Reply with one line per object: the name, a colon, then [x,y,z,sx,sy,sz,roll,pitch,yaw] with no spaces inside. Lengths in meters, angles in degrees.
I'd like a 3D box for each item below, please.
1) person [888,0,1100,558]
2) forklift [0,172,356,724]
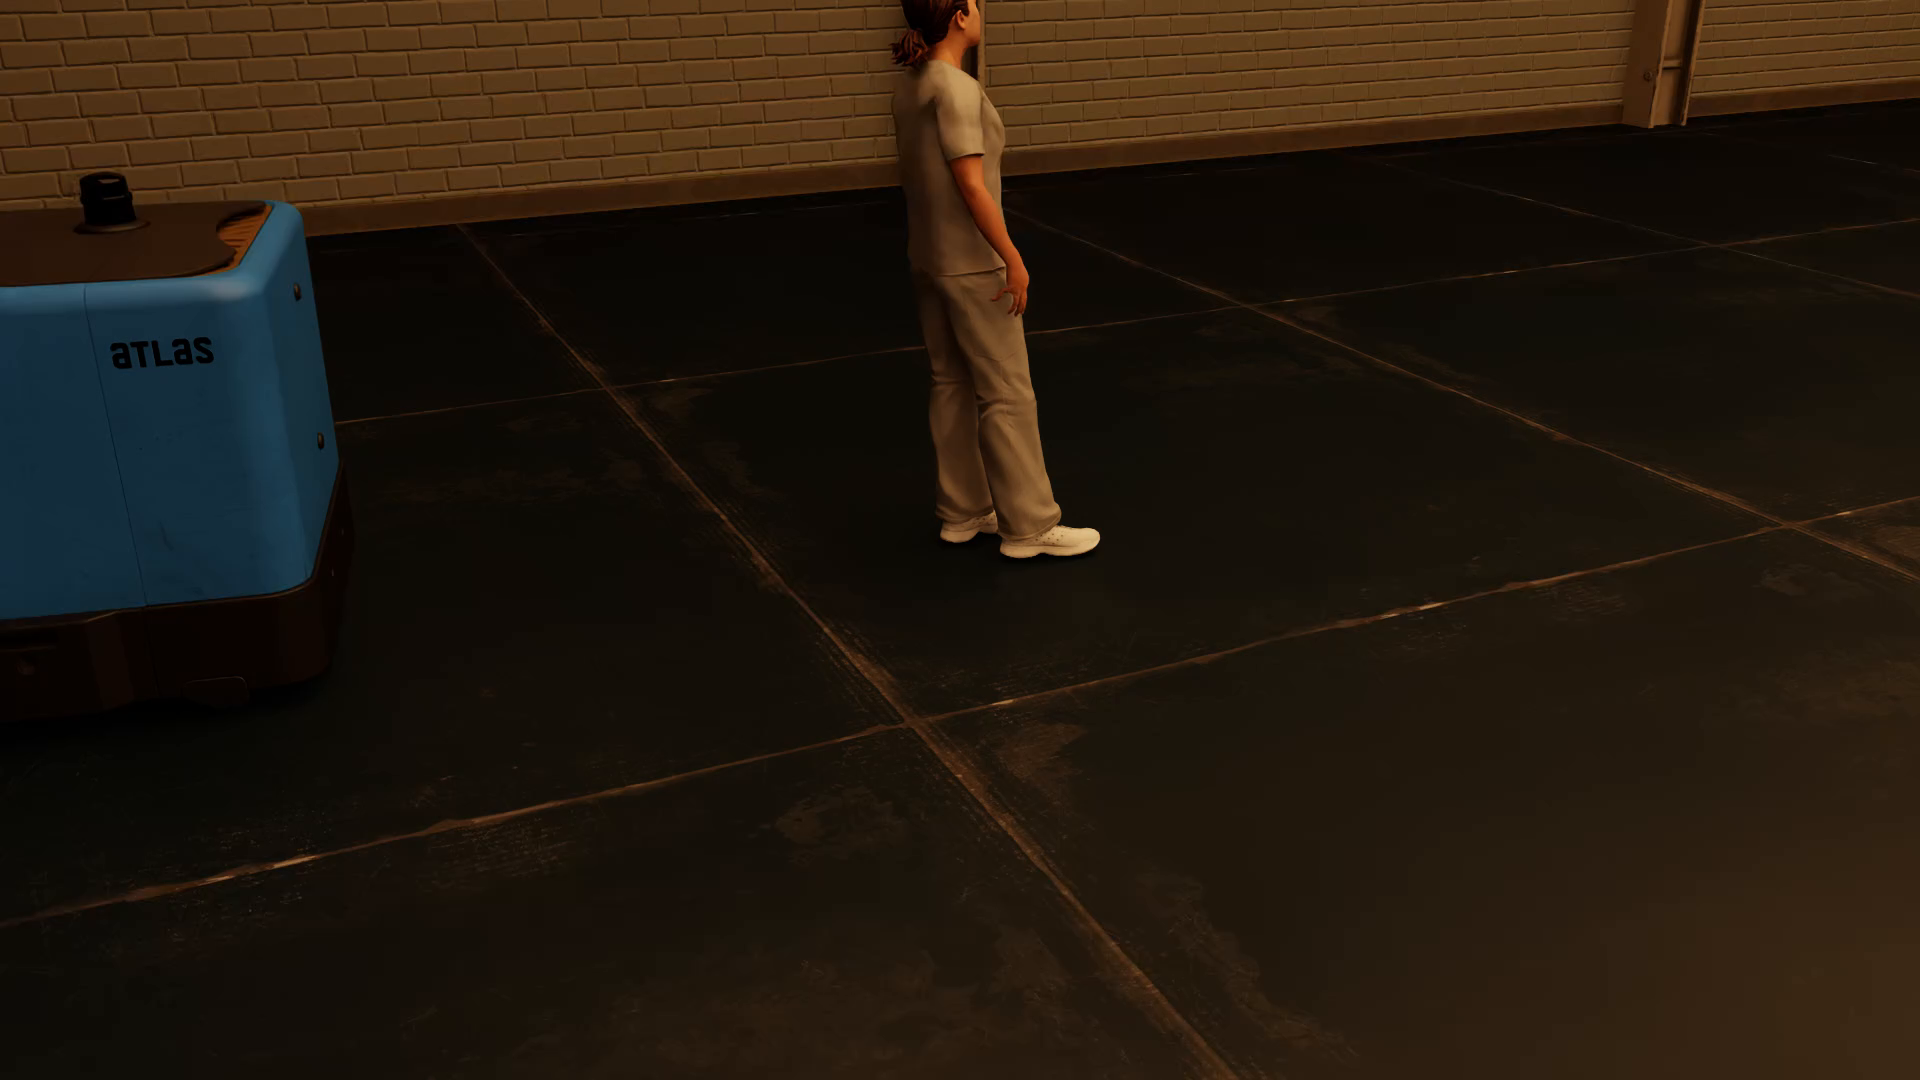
person: [0.073,-0.788,4.800,0.548,1.673,0.549,-10,25,-23]
forklift: [-3.153,-0.989,3.667,3.031,2.935,1.130,-6,23,-13]
